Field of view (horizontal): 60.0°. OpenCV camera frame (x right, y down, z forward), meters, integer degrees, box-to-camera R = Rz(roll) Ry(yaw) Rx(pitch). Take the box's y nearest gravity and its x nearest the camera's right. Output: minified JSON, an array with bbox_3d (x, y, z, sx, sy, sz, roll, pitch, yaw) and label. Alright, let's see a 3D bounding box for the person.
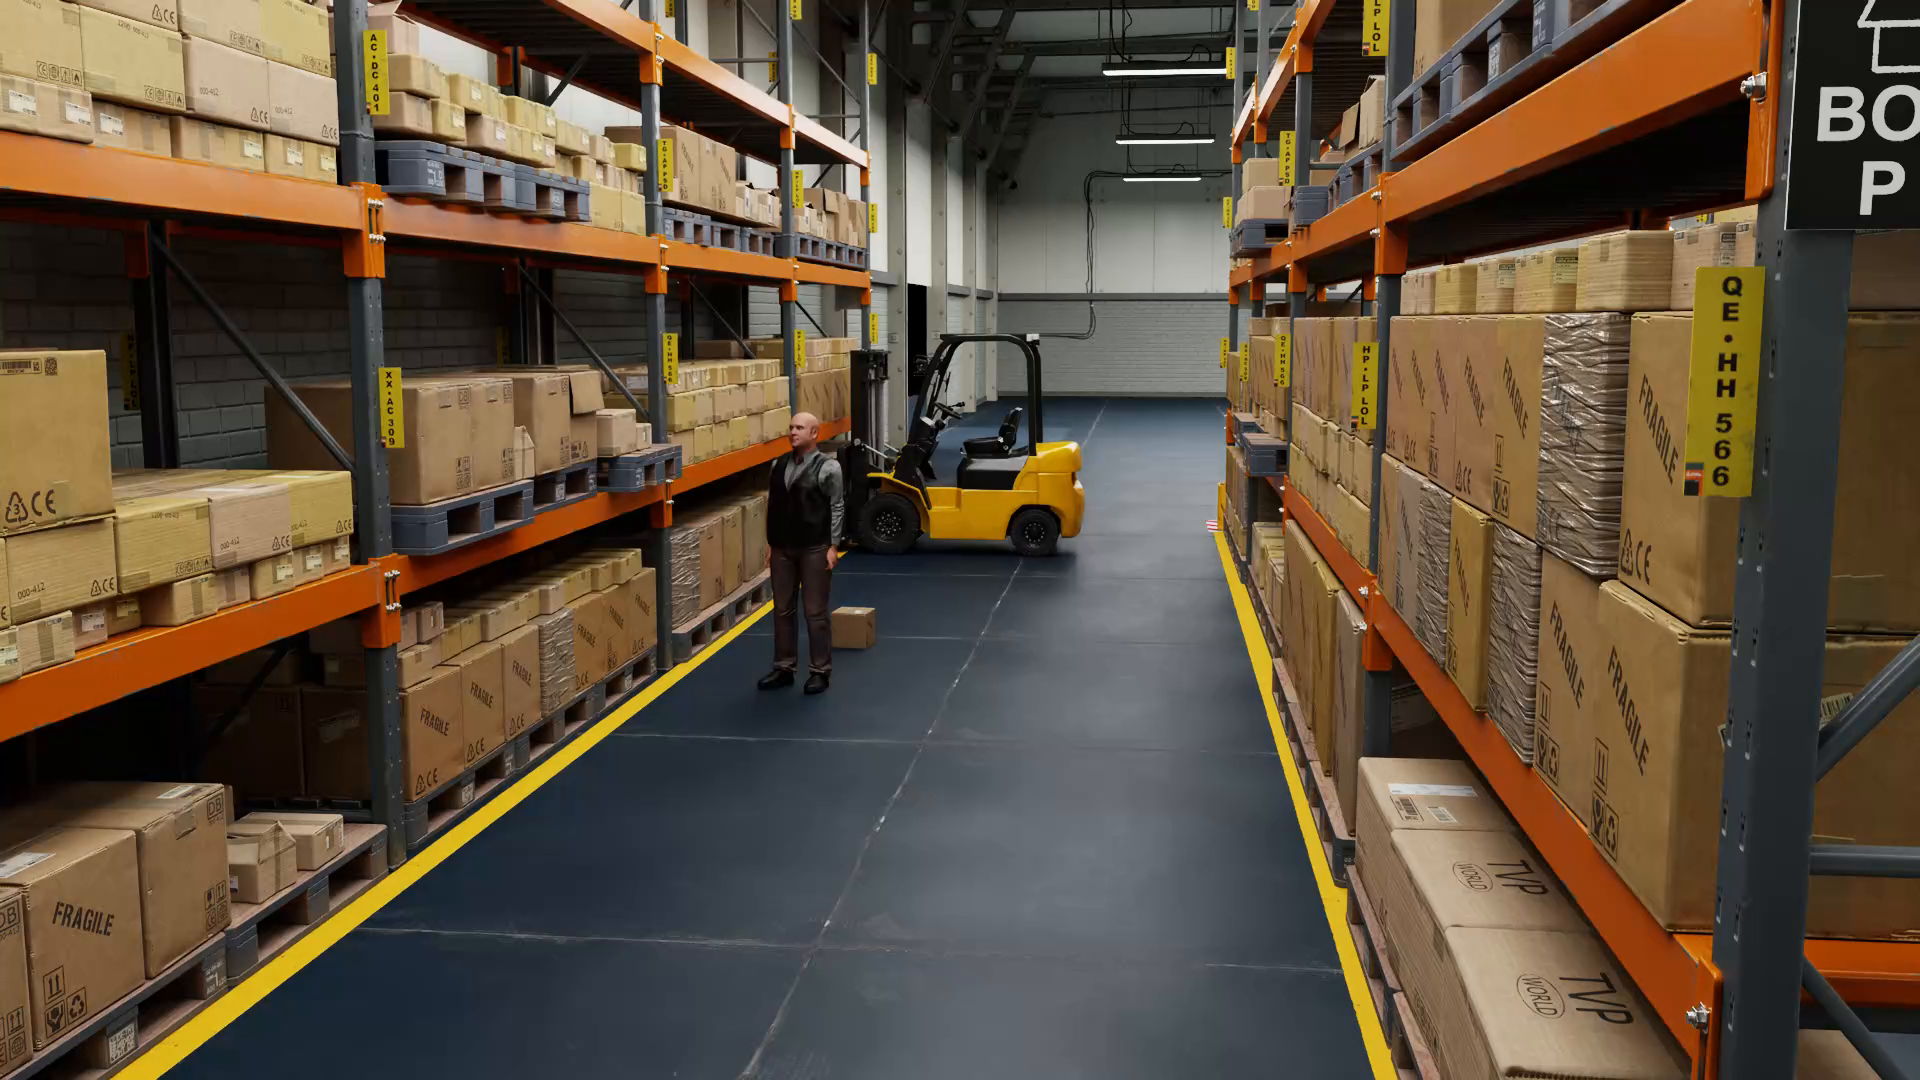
[{"bbox_3d":[-0.987,0.071,10.345,0.524,1.723,0.368,3,8,23],"label":"person"}]
